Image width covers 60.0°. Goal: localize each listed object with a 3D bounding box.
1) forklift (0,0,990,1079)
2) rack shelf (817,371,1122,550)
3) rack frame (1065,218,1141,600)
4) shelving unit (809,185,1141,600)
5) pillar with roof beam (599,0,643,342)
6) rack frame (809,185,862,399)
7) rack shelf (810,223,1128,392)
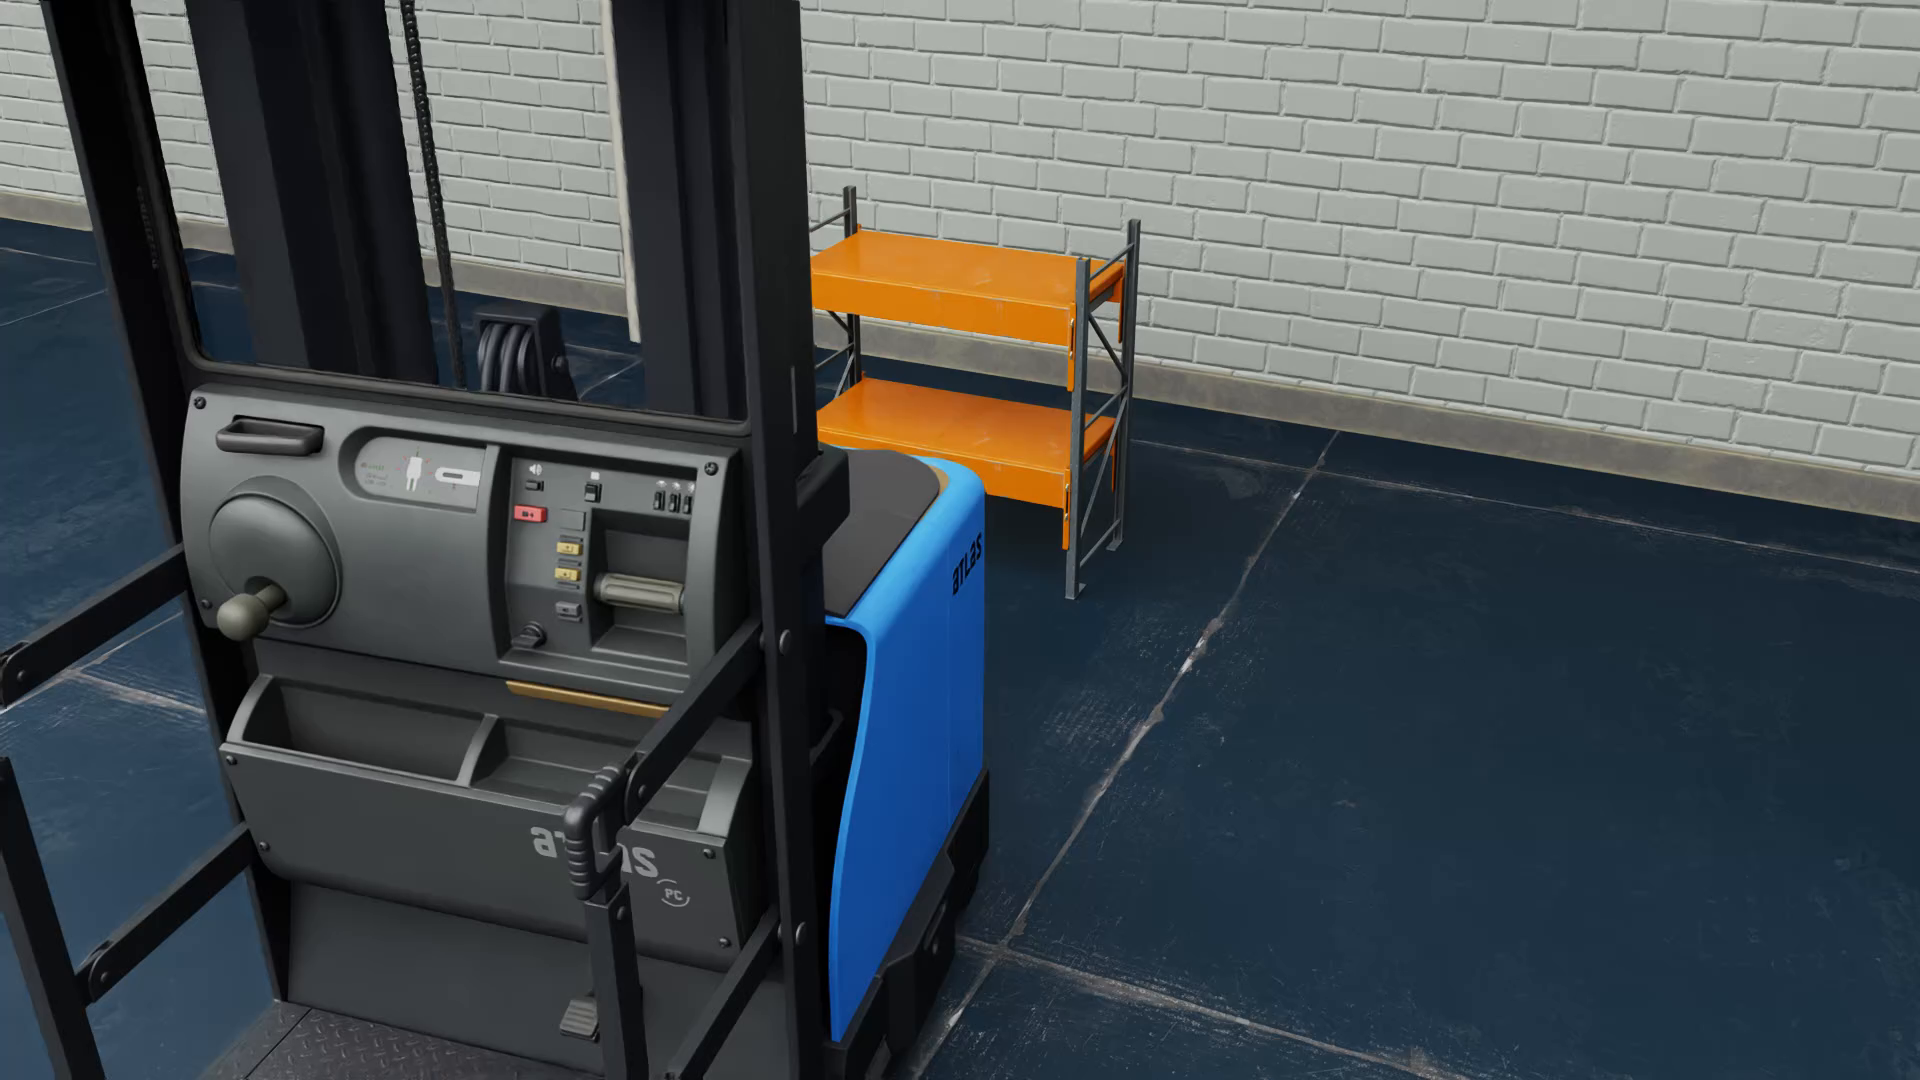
[{"bbox_3d":[-0.848,0.035,2.360,1.130,2.935,3.031,8,27,15],"label":"forklift"},{"bbox_3d":[-0.006,-0.287,5.612,1.000,0.278,0.538,11,28,22],"label":"rack shelf"},{"bbox_3d":[0.457,-0.413,5.315,0.032,1.125,0.500,11,28,22],"label":"rack frame"},{"bbox_3d":[-0.006,-0.506,5.504,1.048,1.125,0.538,11,28,22],"label":"shelving unit"},{"bbox_3d":[-3.048,-3.245,2.153,0.400,9.000,9.100,11,28,22],"label":"pillar with roof beam"},{"bbox_3d":[-0.469,-0.599,5.693,0.032,1.125,0.500,11,28,22],"label":"rack frame"},{"bbox_3d":[-0.006,-0.768,5.375,1.000,0.278,0.538,11,28,22],"label":"rack shelf"}]
